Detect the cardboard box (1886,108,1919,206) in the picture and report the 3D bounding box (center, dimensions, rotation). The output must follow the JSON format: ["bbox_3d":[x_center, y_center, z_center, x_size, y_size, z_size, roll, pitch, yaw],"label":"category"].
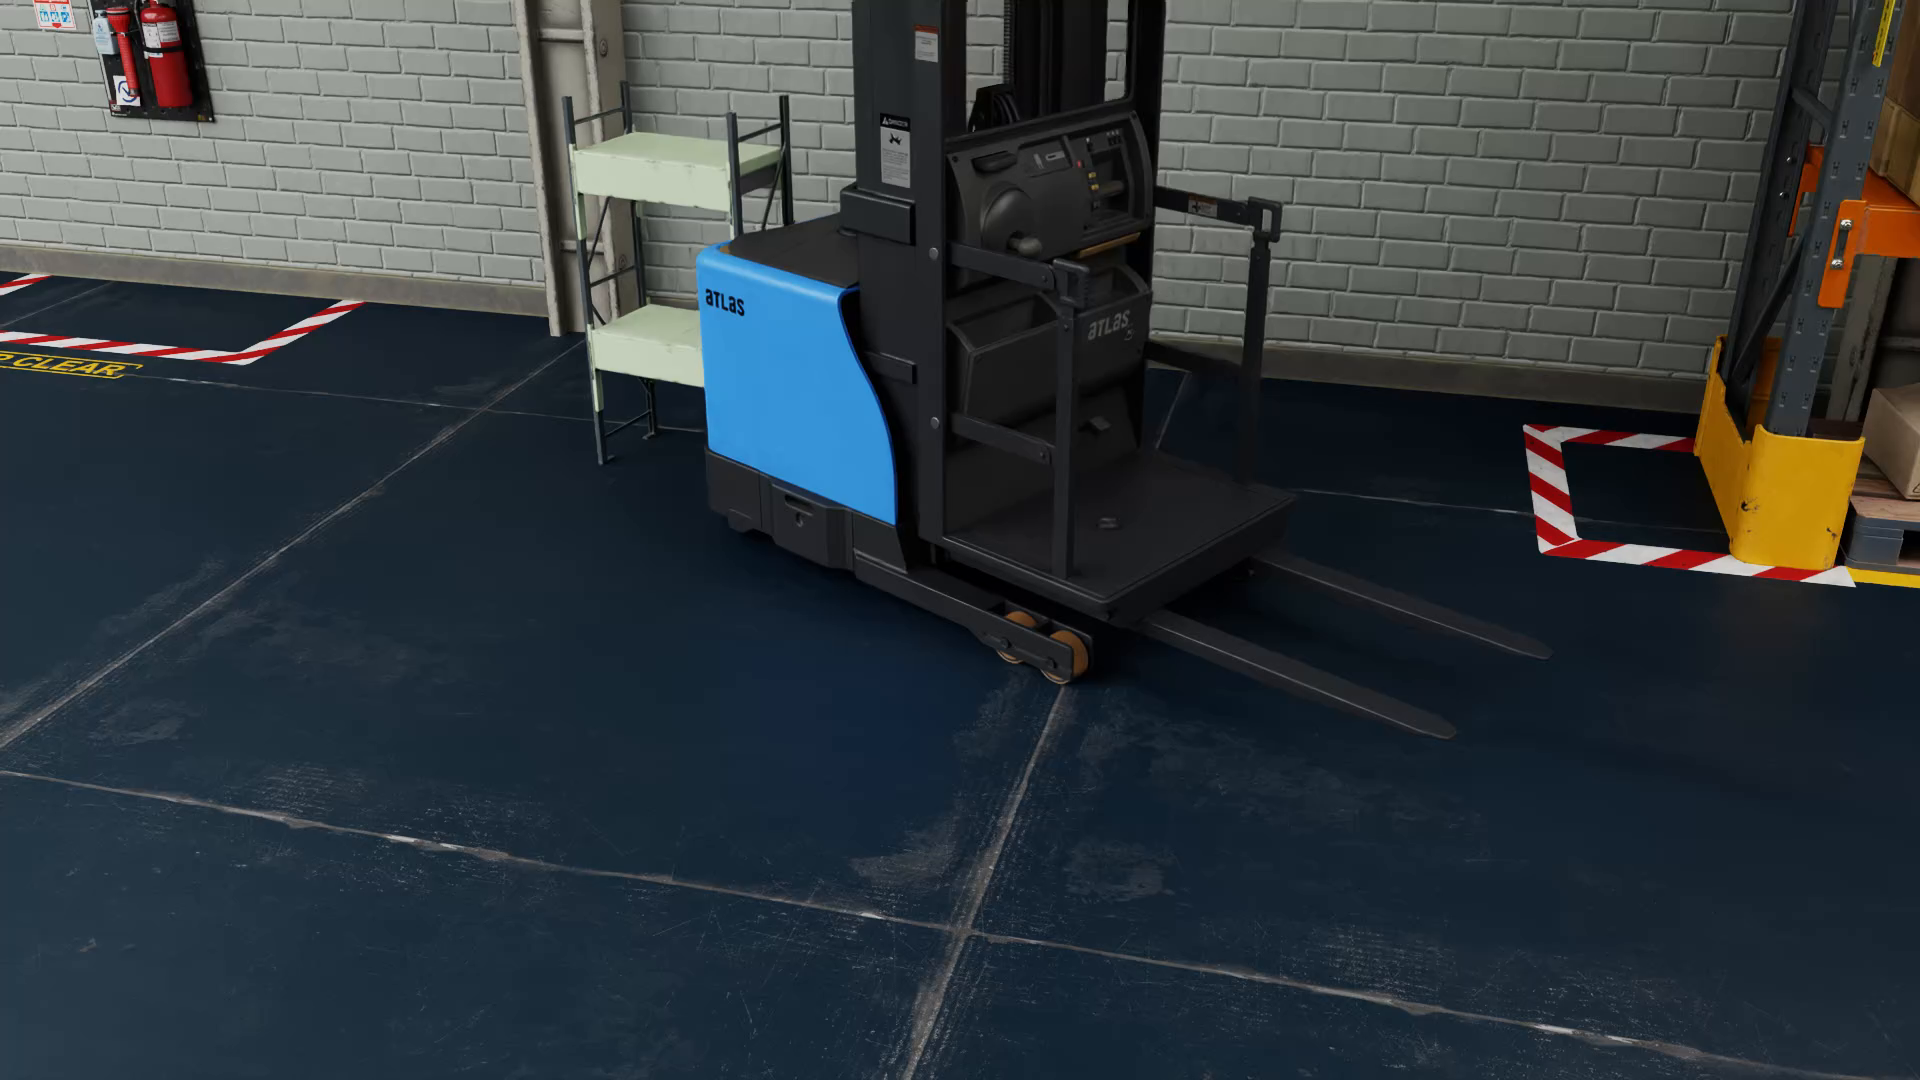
[{"bbox_3d":[3.464,-1.263,5.564,0.500,0.250,0.500,6,26,11],"label":"cardboard box"}]

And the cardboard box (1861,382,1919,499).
[{"bbox_3d":[3.718,-0.379,6.172,0.500,0.311,0.500,3,26,7],"label":"cardboard box"}]

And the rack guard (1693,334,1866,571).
[{"bbox_3d":[3.144,-0.369,6.444,0.348,0.500,1.175,6,26,13],"label":"rack guard"}]

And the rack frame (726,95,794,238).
[{"bbox_3d":[-0.746,-0.934,6.467,0.023,1.500,0.400,12,28,23],"label":"rack frame"}]

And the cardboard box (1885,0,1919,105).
[{"bbox_3d":[3.580,-1.824,5.870,0.500,0.500,0.500,6,26,12],"label":"cardboard box"}]

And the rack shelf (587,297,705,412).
[{"bbox_3d":[-1.077,-0.707,6.749,0.720,0.370,0.431,12,28,23],"label":"rack shelf"}]

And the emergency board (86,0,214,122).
[{"bbox_3d":[-4.231,-2.714,8.461,0.643,1.169,0.194,6,26,13],"label":"emergency board"}]

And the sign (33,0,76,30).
[{"bbox_3d":[-4.741,-2.832,8.667,0.234,0.329,0.001,6,26,13],"label":"sign"}]

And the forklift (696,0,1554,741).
[{"bbox_3d":[0.460,-1.120,5.192,3.031,2.935,1.130,22,33,38],"label":"forklift"}]

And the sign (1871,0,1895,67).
[{"bbox_3d":[2.935,-1.671,5.263,0.005,0.325,0.100,6,26,13],"label":"sign"}]

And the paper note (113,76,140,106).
[{"bbox_3d":[-4.386,-2.364,8.750,0.142,0.148,0.016,6,26,13],"label":"paper note"}]

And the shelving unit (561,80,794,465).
[{"bbox_3d":[-1.077,-1.001,6.608,0.755,1.500,0.431,12,28,23],"label":"shelving unit"}]

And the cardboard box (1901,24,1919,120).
[{"bbox_3d":[3.458,-1.609,5.420,0.500,0.500,0.500,6,26,13],"label":"cardboard box"}]

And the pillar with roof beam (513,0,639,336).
[{"bbox_3d":[-2.920,-3.350,2.817,0.400,9.000,9.100,6,26,13],"label":"pillar with roof beam"}]

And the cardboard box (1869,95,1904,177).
[{"bbox_3d":[3.571,-1.478,6.016,0.500,0.250,0.500,7,26,14],"label":"cardboard box"}]

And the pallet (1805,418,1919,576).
[{"bbox_3d":[3.922,-0.137,6.292,1.213,0.211,1.003,6,26,13],"label":"pallet"}]

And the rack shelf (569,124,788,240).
[{"bbox_3d":[-1.077,-1.354,6.441,0.720,0.370,0.431,12,28,23],"label":"rack shelf"}]

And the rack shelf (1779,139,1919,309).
[{"bbox_3d":[5.007,-0.967,5.628,4.000,0.370,1.077,6,26,13],"label":"rack shelf"}]

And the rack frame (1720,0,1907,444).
[{"bbox_3d":[3.070,-1.506,5.923,0.127,3.000,1.000,6,26,13],"label":"rack frame"}]

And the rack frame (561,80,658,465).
[{"bbox_3d":[-1.408,-1.069,6.750,0.023,1.500,0.400,12,28,23],"label":"rack frame"}]

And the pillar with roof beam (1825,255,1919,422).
[{"bbox_3d":[2.891,-2.707,1.468,0.400,9.000,9.100,6,26,13],"label":"pillar with roof beam"}]
